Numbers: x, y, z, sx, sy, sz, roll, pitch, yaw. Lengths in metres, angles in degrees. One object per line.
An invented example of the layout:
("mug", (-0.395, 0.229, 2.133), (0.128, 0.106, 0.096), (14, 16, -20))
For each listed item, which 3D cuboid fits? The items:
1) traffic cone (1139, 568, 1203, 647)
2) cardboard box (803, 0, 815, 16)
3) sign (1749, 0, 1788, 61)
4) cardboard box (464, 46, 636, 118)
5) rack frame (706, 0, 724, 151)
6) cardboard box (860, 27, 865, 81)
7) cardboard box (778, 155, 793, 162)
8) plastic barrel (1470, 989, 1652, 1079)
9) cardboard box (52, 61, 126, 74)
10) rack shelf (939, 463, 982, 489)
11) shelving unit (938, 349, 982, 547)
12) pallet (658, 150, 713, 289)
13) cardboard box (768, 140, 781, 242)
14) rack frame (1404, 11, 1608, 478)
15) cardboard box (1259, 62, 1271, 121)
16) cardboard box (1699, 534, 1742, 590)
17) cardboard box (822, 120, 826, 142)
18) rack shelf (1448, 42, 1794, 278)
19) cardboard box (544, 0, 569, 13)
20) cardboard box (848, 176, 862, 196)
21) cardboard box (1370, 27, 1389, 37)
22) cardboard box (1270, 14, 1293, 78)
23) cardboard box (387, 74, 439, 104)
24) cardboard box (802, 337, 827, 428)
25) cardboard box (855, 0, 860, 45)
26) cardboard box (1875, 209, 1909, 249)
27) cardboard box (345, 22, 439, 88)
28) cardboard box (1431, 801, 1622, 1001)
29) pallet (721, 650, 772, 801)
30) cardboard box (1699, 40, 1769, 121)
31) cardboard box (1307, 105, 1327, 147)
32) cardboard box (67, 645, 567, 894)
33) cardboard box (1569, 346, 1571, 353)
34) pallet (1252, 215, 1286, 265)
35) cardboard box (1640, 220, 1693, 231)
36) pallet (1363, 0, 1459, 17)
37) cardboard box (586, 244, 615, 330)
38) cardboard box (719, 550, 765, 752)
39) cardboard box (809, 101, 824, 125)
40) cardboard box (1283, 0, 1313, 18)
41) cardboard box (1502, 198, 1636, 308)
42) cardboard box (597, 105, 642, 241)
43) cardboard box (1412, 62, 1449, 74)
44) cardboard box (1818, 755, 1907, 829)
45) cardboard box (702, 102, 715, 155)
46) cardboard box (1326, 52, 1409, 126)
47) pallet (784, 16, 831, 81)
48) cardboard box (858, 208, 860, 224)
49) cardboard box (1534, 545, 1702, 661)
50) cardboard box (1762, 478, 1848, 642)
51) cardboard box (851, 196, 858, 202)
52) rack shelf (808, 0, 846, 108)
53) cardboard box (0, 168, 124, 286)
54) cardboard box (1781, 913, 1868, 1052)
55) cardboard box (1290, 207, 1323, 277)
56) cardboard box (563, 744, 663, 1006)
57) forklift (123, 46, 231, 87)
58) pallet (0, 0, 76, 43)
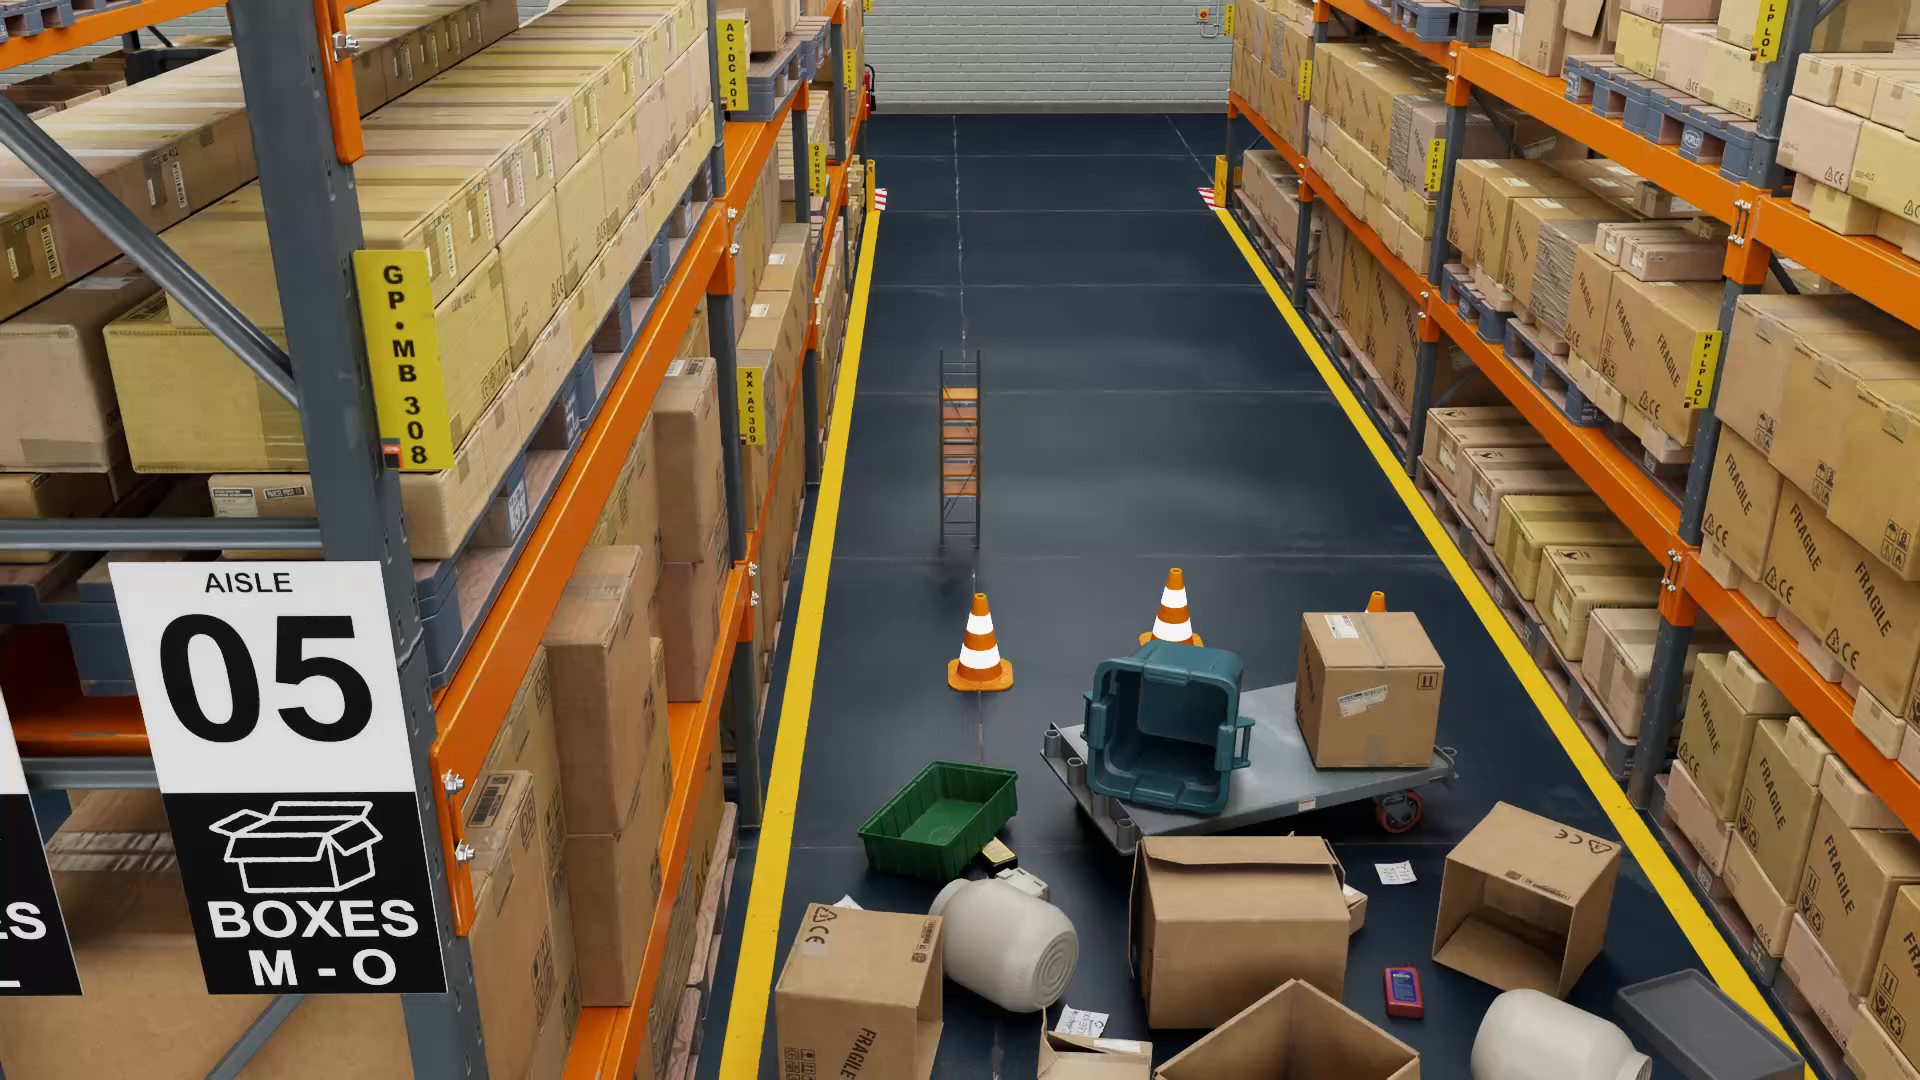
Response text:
("traffic cone", (1.142, 0.372, 8.866), (0.336, 0.463, 0.334), (0, 24, -1))
("cardboard box", (-1.174, -3.397, 10.360), (0.500, 0.500, 0.500), (0, 24, -1))
("sign", (3.004, -1.942, 6.158), (0.100, 0.325, 0.005), (0, 24, -1))
("cardboard box", (-1.050, -1.178, 4.280), (0.380, 0.149, 0.250), (0, 24, 0))
("rack frame", (-1.390, -2.834, 5.595), (1.000, 3.000, 0.127), (0, 24, -1))
("cardboard box", (-1.258, -5.042, 17.276), (0.500, 0.500, 0.500), (0, 24, 1))
("cardboard box", (-1.249, -2.499, 11.210), (0.380, 0.149, 0.250), (0, 24, -1))
("plastic barrel", (2.066, 1.814, 5.726), (0.512, 0.421, 0.421), (19, 30, 35))
("cardboard box", (-6.427, -3.373, 12.728), (0.797, 0.503, 0.637), (0, 24, 0))
("rack shelf", (0.000, -0.391, 10.057), (0.258, 0.103, 0.180), (0, 24, -1))
("shelving unit", (0.000, -0.541, 9.990), (0.258, 1.200, 0.189), (0, 24, -1))
("pallet", (-1.391, -1.089, 5.486), (1.003, 0.211, 1.213), (0, 24, -1))
("cardboard box", (-1.438, -2.065, 9.840), (0.700, 0.500, 0.500), (0, 24, -1))
("rack frame", (3.515, -1.812, 10.617), (1.000, 3.000, 0.127), (0, 24, -1))
("cardboard box", (3.189, -4.331, 16.065), (0.500, 0.500, 0.500), (1, 24, 1))
("cardboard box", (3.242, 0.082, 6.734), (0.380, 0.149, 0.250), (0, 24, -1))
("cardboard box", (-1.271, -3.235, 13.197), (0.380, 0.149, 0.250), (1, 24, 2))
("rack shelf", (3.537, -2.027, 8.325), (1.077, 0.370, 4.000), (0, 24, -1))
("cardboard box", (-1.629, -2.384, 7.719), (0.500, 0.311, 0.500), (-1, 24, -2))
("cardboard box", (-1.188, -3.564, 16.718), (0.380, 0.149, 0.250), (1, 24, 1))
("cardboard box", (3.728, -4.388, 14.191), (0.380, 0.149, 0.250), (-1, 24, -1))
("cardboard box", (3.178, -4.574, 15.388), (0.500, 0.500, 0.500), (0, 24, 0))
("cardboard box", (-1.651, -1.152, 4.708), (0.500, 0.250, 0.500), (-1, 24, -1))
("cardboard box", (-1.186, -1.093, 11.551), (0.500, 0.500, 0.500), (-1, 24, -3))
("cardboard box", (-1.247, -5.071, 16.127), (0.500, 0.500, 0.500), (1, 24, 2))
("cardboard box", (3.377, -1.077, 5.656), (0.380, 0.149, 0.250), (0, 24, -1))
("cardboard box", (-1.713, -1.381, 4.730), (0.380, 0.149, 0.250), (0, 24, 0))
("cardboard box", (2.210, 1.421, 6.498), (0.500, 0.500, 0.500), (19, 30, 35))
("pallet", (-1.474, 0.853, 8.108), (1.003, 0.211, 1.213), (0, 24, -1))
("cardboard box", (3.408, -1.894, 6.830), (0.500, 0.250, 0.500), (-1, 24, -2))
("cardboard box", (3.194, -3.437, 13.786), (0.500, 0.250, 0.500), (-1, 24, -2))
("cardboard box", (-1.410, 0.608, 3.772), (0.875, 0.550, 0.550), (0, 24, -1))
("cardboard box", (3.380, -0.981, 8.575), (0.380, 0.149, 0.250), (-1, 24, -2))
("pallet", (3.525, -3.008, 16.644), (1.003, 0.211, 1.213), (0, 24, -1))
("cardboard box", (3.826, -1.353, 8.609), (0.500, 0.500, 0.500), (-1, 24, -3))
("pallet", (3.440, -3.819, 11.643), (1.003, 0.211, 1.213), (1, 24, 2))
("cardboard box", (-1.043, -0.604, 3.979), (0.380, 0.149, 0.250), (0, 24, -1))
("cardboard box", (-1.486, 0.478, 7.773), (1.050, 0.750, 0.750), (0, 24, -1))
("cardboard box", (-1.273, -3.363, 13.119), (0.380, 0.149, 0.250), (-1, 24, -2))
("cardboard box", (3.199, -4.910, 15.344), (0.380, 0.149, 0.250), (-1, 24, -2))
("cardboard box", (3.314, -1.565, 9.078), (0.500, 0.500, 0.500), (0, 24, 0))
("cardboard box", (-1.112, -0.947, 4.253), (0.500, 0.250, 0.500), (0, 24, -1))
("cardboard box", (3.727, -3.357, 12.697), (0.500, 0.500, 0.500), (0, 24, 1))
("cardboard box", (3.250, 0.879, 5.796), (0.380, 0.149, 0.250), (1, 24, 2))
("cardboard box", (-1.066, -1.441, 5.829), (0.380, 0.149, 0.250), (0, 24, -1))
("cardboard box", (3.222, -3.570, 13.168), (0.500, 0.500, 0.500), (0, 24, -1))
("pallet", (-1.373, -2.764, 9.311), (1.213, 0.211, 1.003), (1, 24, 2))
("cardboard box", (-1.204, -3.300, 16.857), (0.380, 0.149, 0.250), (-1, 24, -3))
("cardboard box", (3.539, 0.330, 8.561), (0.950, 0.372, 0.625), (1, 24, 3))
("cardboard box", (3.314, 0.044, 6.030), (0.500, 0.500, 0.500), (0, 24, -1))
("cardboard box", (-1.219, -3.323, 16.547), (0.380, 0.149, 0.250), (1, 24, 2))
("rack shelf", (-1.455, -3.611, 11.828), (1.077, 0.370, 4.000), (0, 24, -1))
("cardboard box", (-1.690, -0.545, 2.880), (0.380, 0.149, 0.250), (0, 24, 0))
("cardboard box", (3.321, 1.580, 5.943), (0.500, 0.250, 0.500), (-1, 24, -1))
("cardboard box", (3.572, -2.744, 15.276), (0.875, 0.438, 0.875), (-1, 24, -1))
("cardboard box", (-1.304, 0.869, 4.506), (0.875, 0.550, 0.550), (0, 24, -1))
("forklift", (-4.204, -1.097, 9.118), (1.130, 2.935, 3.031), (7, 25, 14))
("pallet", (-6.454, -3.314, 10.525), (1.213, 0.211, 1.003), (1, 24, 2))
